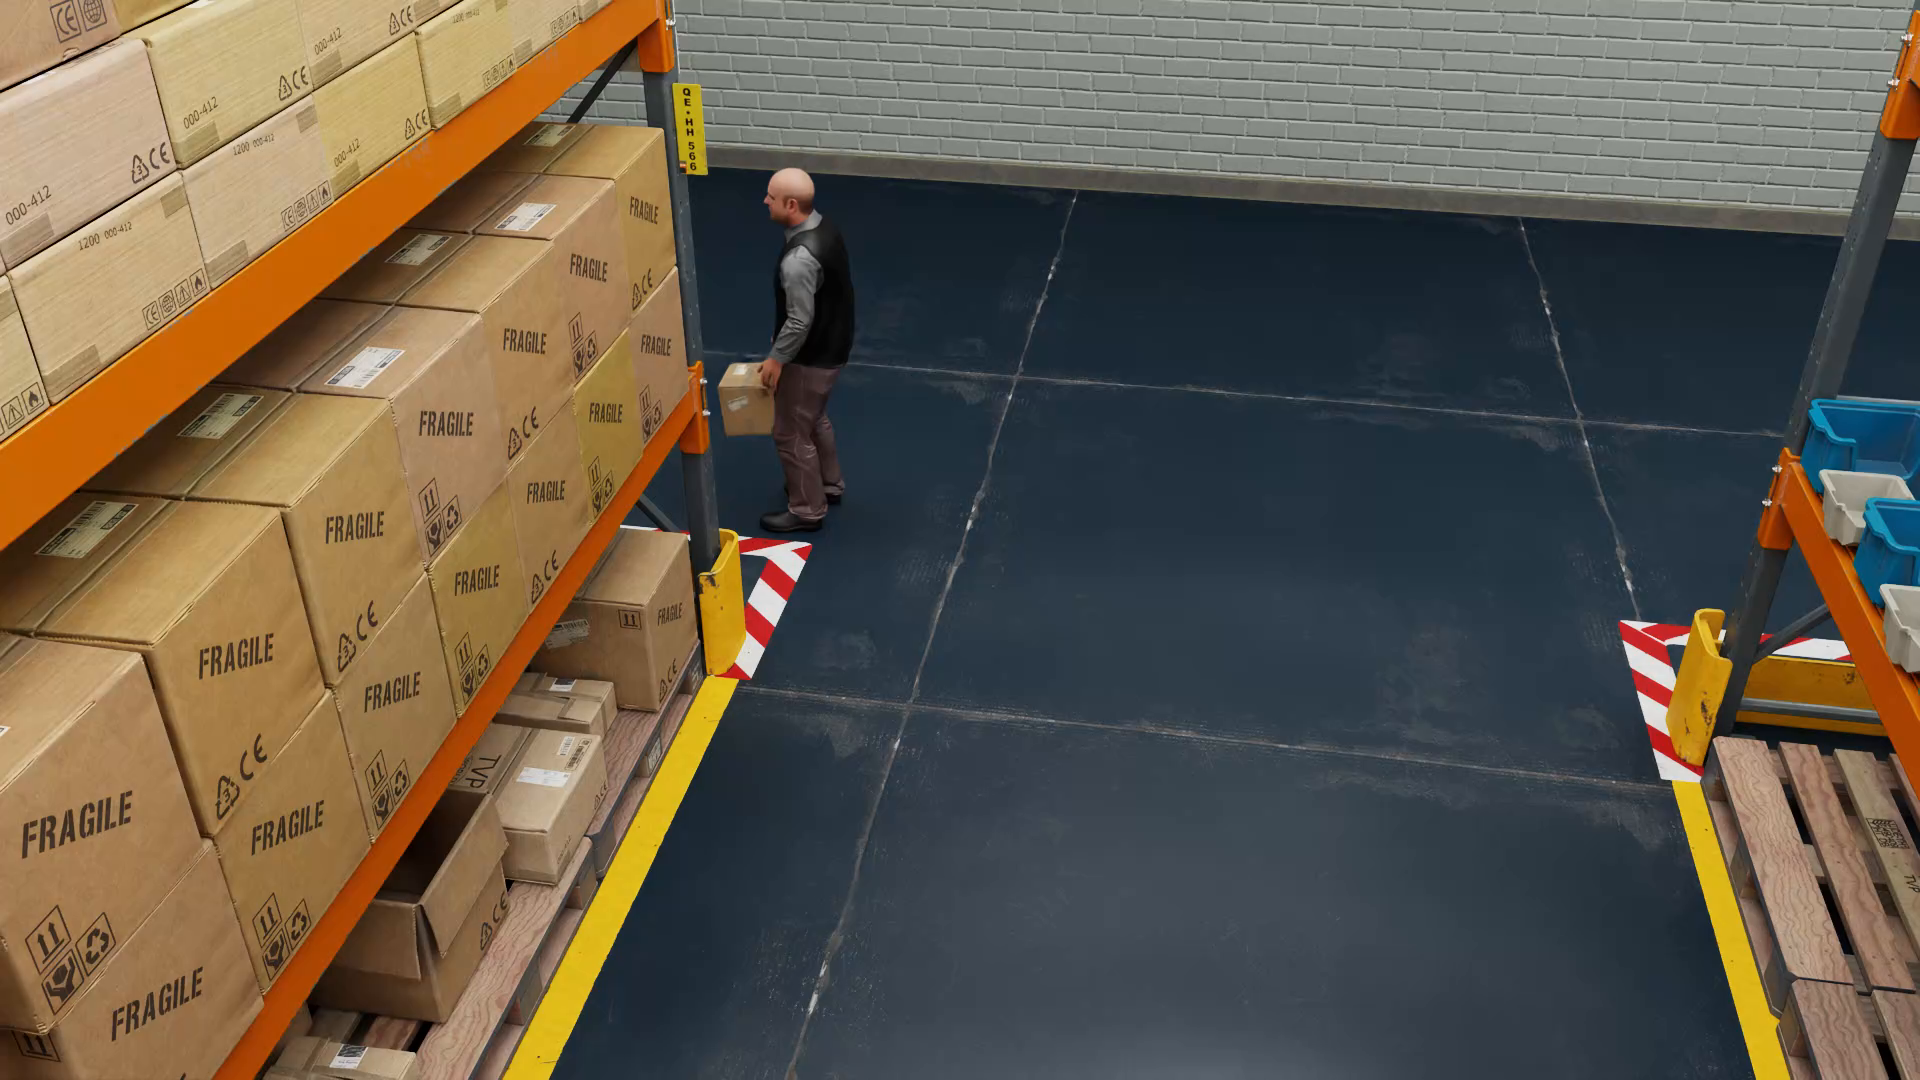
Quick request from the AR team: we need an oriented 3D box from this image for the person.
[{"bbox_3d":[-0.703,-0.842,7.492,0.471,1.726,0.556,3,32,5],"label":"person"}]
